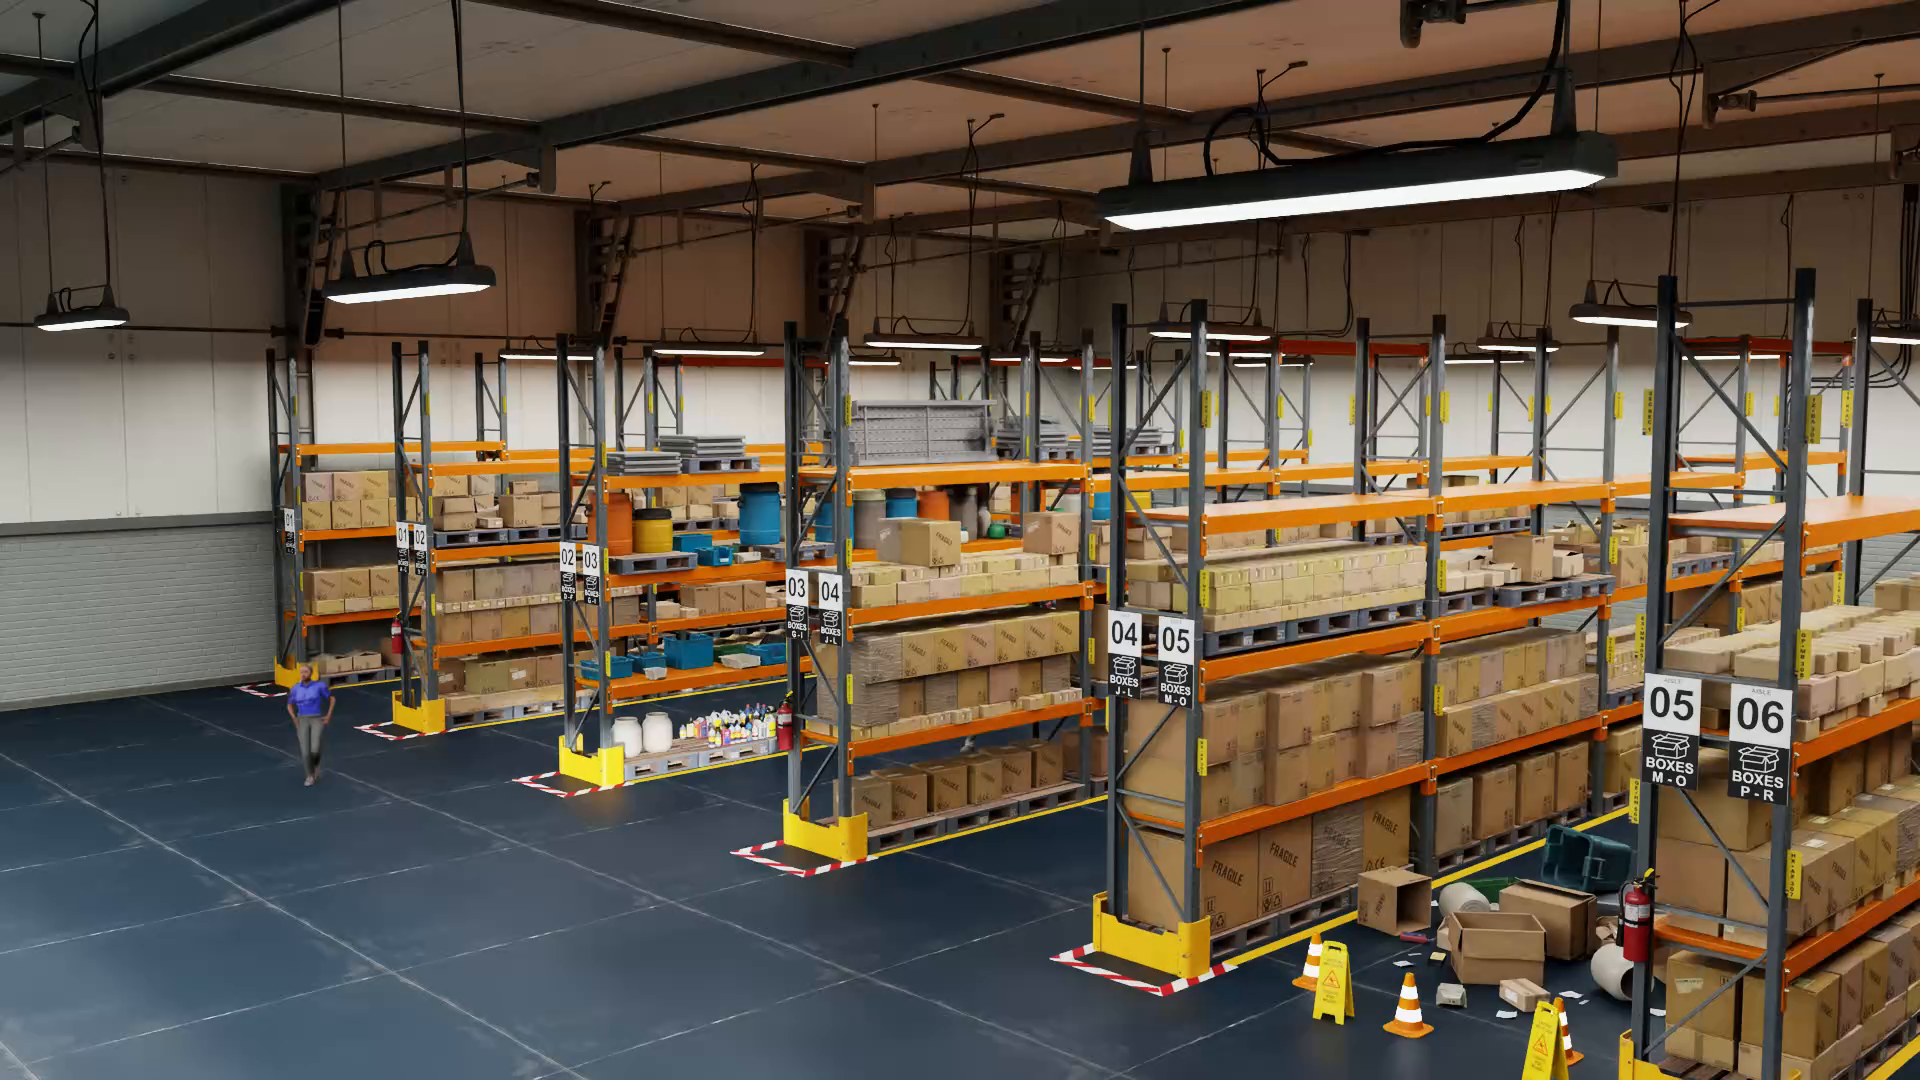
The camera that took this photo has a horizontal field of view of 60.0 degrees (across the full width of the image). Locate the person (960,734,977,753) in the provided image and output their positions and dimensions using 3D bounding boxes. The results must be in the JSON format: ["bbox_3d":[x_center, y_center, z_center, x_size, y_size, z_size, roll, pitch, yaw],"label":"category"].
[{"bbox_3d":[0.166,2.034,22.837,0.657,1.754,0.605,3,6,35],"label":"person"}]

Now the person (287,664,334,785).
[{"bbox_3d":[-8.638,2.456,22.091,0.586,1.618,0.479,-1,5,-12],"label":"person"}]

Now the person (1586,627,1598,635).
[{"bbox_3d":[9.593,2.154,25.262,0.565,1.669,0.564,-4,6,-38],"label":"person"}]
